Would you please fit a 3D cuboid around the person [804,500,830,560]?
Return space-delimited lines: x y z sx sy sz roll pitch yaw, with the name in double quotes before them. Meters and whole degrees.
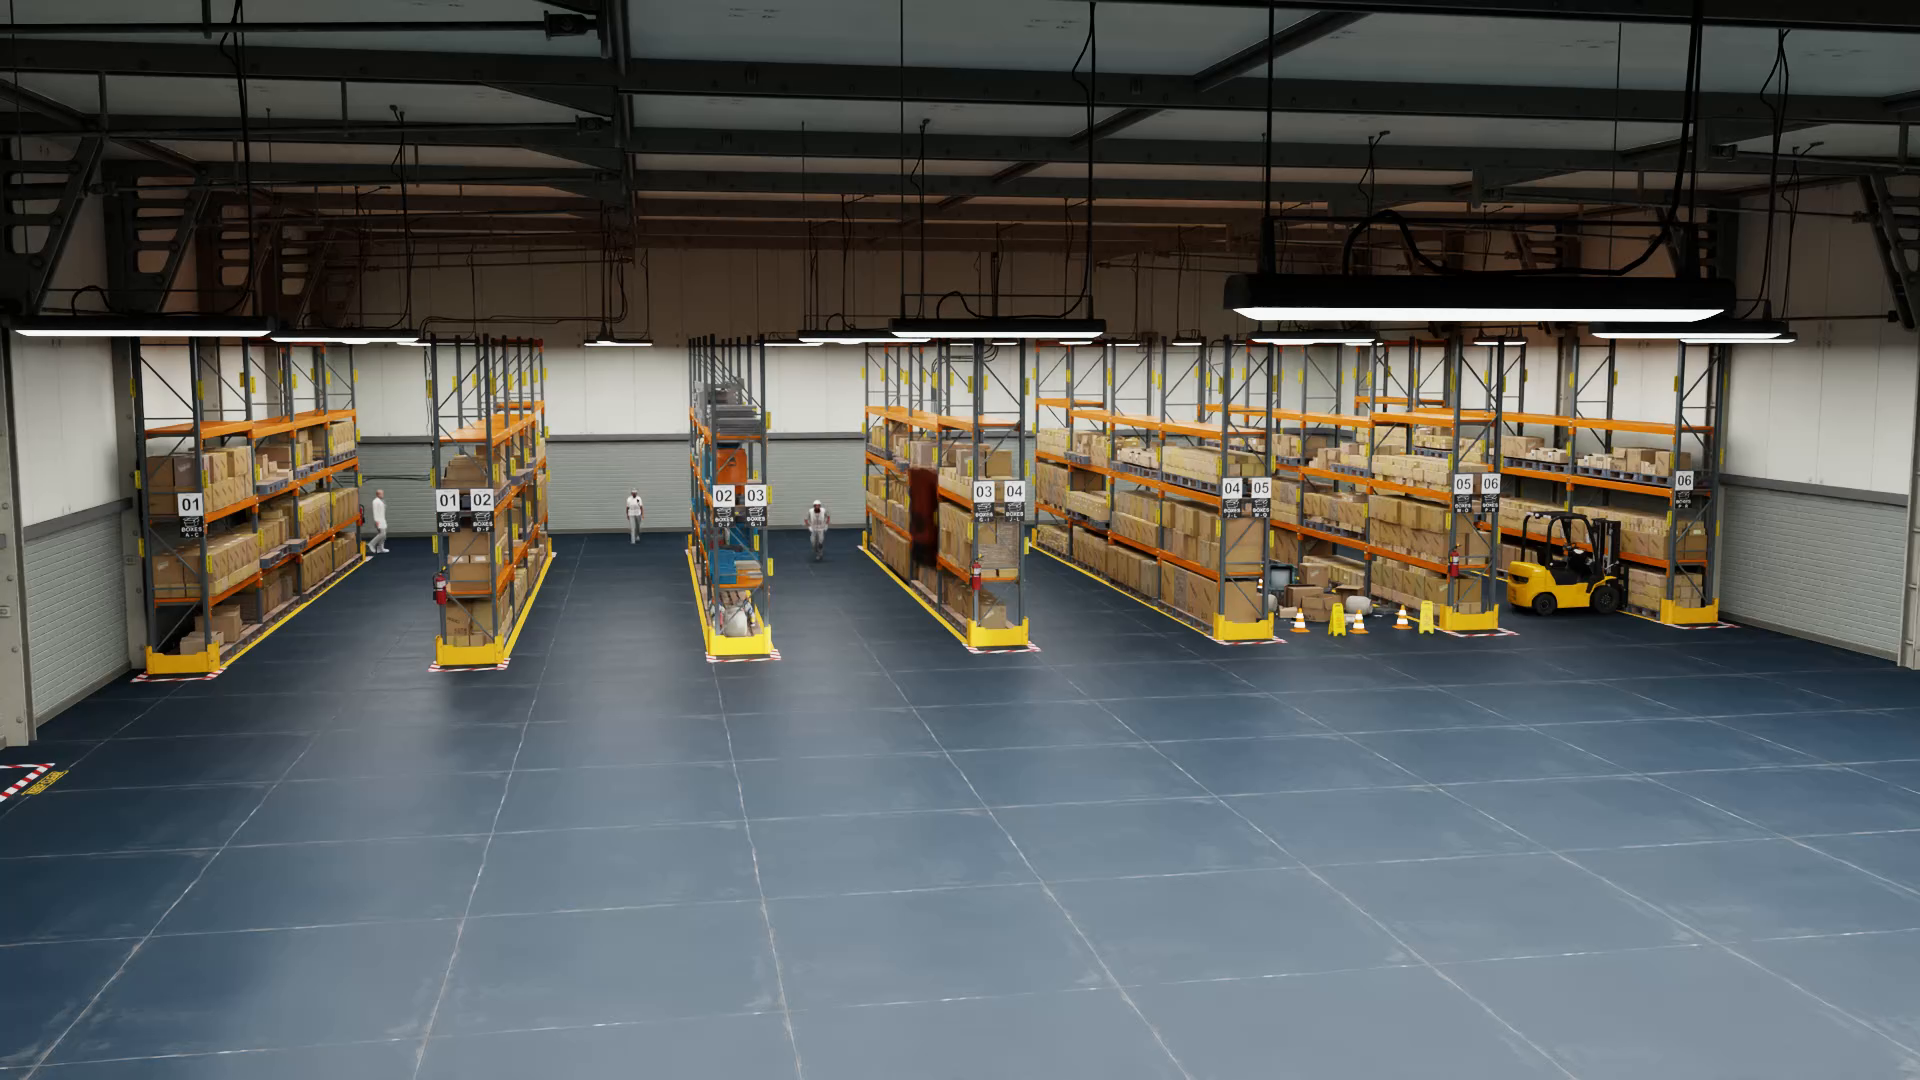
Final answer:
"person" -3.873 -0.273 45.126 0.698 1.676 0.678 0 7 -3

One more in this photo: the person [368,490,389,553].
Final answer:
"person" -16.329 -0.524 46.655 0.565 1.777 0.606 -1 7 -9

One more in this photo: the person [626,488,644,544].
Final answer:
"person" -9.611 -0.731 49.169 0.508 1.616 1.033 -1 7 -13
